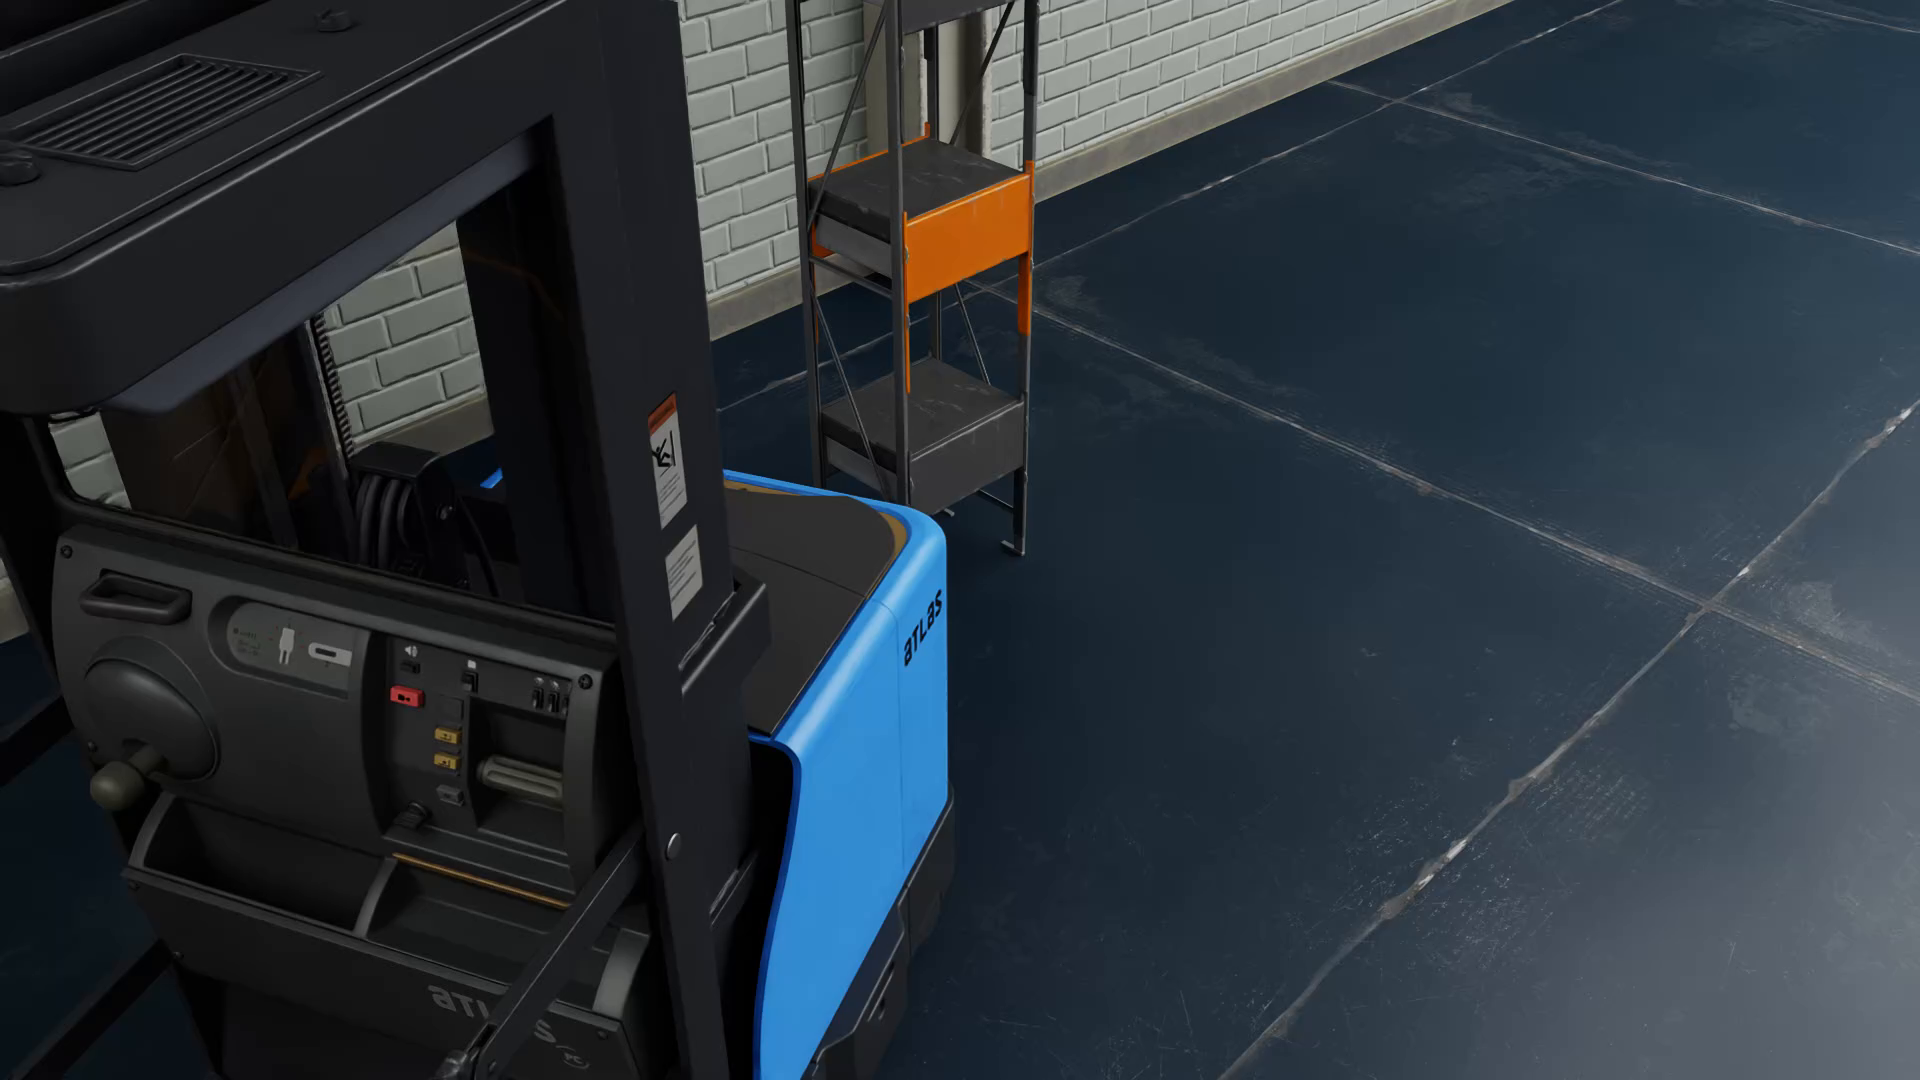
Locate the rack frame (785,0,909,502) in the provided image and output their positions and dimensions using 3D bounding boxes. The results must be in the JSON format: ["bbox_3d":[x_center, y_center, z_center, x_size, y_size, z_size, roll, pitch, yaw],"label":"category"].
[{"bbox_3d":[-0.289,-0.695,4.411,0.400,2.100,0.015,30,45,35],"label":"rack frame"}]

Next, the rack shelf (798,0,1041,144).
[{"bbox_3d":[-0.117,-1.357,4.160,0.431,0.518,0.480,30,45,35],"label":"rack shelf"}]

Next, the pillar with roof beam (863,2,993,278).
[{"bbox_3d":[2.936,-3.092,1.818,9.100,9.000,0.400,30,45,35],"label":"pillar with roof beam"}]

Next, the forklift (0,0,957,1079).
[{"bbox_3d":[-0.989,0.309,2.245,1.130,2.935,3.031,12,37,16],"label":"forklift"}]

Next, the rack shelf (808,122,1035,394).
[{"bbox_3d":[-0.117,-0.783,4.561,0.431,0.518,0.480,30,45,35],"label":"rack shelf"}]

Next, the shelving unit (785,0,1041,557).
[{"bbox_3d":[-0.117,-0.794,4.553,0.431,2.100,0.503,30,45,35],"label":"shelving unit"}]

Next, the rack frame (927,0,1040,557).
[{"bbox_3d":[0.055,-0.893,4.695,0.400,2.100,0.015,30,45,35],"label":"rack frame"}]

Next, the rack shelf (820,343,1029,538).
[{"bbox_3d":[-0.117,-0.209,4.961,0.431,0.518,0.480,30,45,35],"label":"rack shelf"}]
